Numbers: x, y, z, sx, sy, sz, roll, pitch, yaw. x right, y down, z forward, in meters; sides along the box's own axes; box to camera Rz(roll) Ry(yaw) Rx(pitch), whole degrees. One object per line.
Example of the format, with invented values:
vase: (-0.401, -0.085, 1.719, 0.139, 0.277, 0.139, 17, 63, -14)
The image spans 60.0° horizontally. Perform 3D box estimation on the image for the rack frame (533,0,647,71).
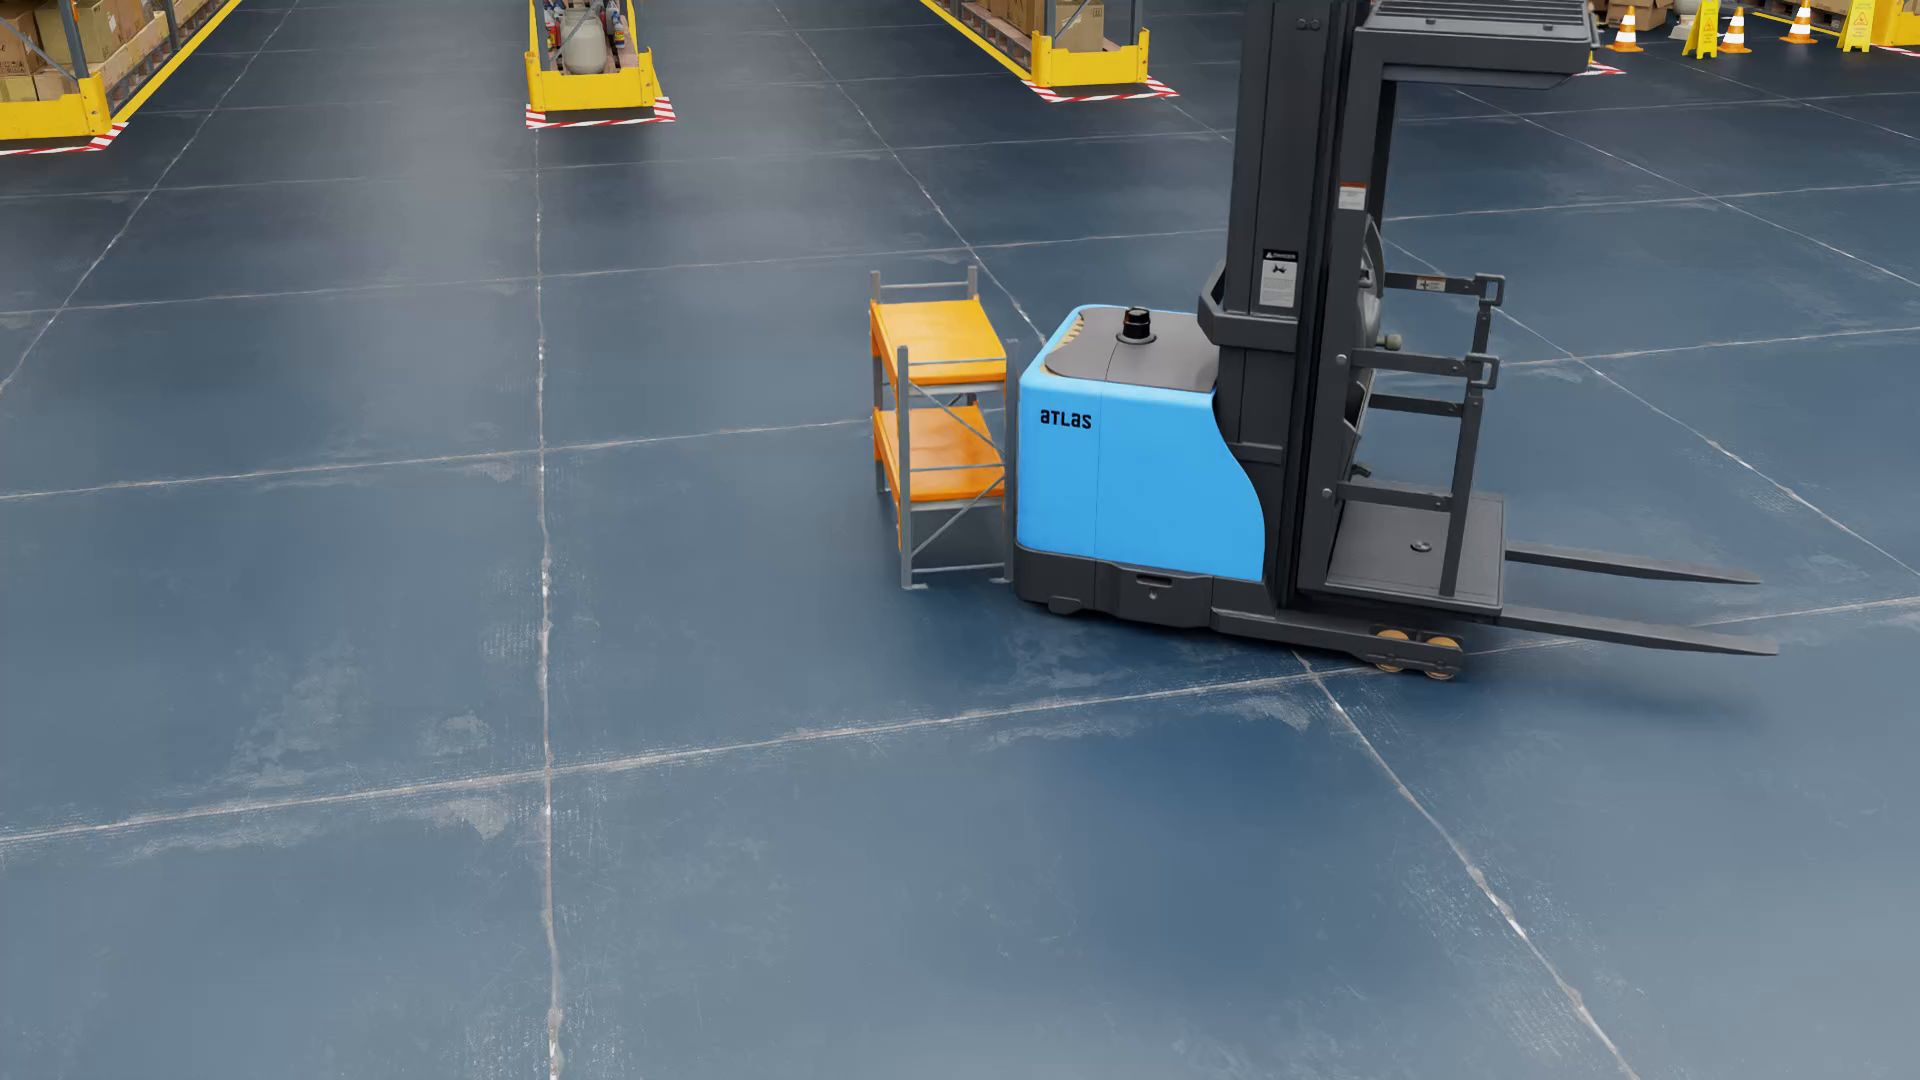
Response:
rack frame: (-3.482, -5.516, 15.350, 1.000, 3.000, 0.127, -6, 27, -12)

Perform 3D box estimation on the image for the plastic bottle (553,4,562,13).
plastic bottle: (-4.456, -5.803, 18.457, 0.097, 0.271, 0.097, 0, 27, 0)

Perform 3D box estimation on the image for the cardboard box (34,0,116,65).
cardboard box: (-8.328, -4.787, 15.658, 0.500, 0.500, 0.500, -6, 27, -12)

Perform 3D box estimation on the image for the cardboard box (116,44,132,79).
cardboard box: (-8.442, -4.671, 16.261, 0.500, 0.250, 0.500, -6, 27, -12)

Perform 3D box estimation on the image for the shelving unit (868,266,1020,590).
shelving unit: (-0.089, -0.535, 7.561, 0.538, 1.125, 1.048, -4, 27, -8)

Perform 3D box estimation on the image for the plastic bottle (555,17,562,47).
plastic bottle: (-4.250, -5.386, 17.618, 0.061, 0.283, 0.133, -6, 27, -12)

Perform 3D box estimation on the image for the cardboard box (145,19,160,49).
cardboard box: (-8.790, -5.329, 17.564, 0.500, 0.250, 0.500, -6, 27, -12)

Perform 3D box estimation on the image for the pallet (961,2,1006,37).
pallet: (0.627, -6.239, 19.876, 1.003, 0.211, 1.213, -6, 27, -12)

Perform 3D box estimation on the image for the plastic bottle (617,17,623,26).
plastic bottle: (-3.621, -5.429, 17.703, 0.061, 0.283, 0.133, -5, 27, -11)

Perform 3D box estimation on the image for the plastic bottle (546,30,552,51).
plastic bottle: (-4.323, -5.225, 17.390, 0.097, 0.201, 0.097, 0, 27, 0)

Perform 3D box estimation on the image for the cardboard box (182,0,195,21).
cardboard box: (-9.174, -6.157, 19.206, 0.500, 0.250, 0.500, -5, 27, -10)

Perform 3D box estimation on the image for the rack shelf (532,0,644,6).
rack shelf: (-3.933, -6.073, 17.251, 1.077, 0.370, 4.000, -6, 27, -12)

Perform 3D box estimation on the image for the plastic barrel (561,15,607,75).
plastic barrel: (-3.705, -4.874, 16.373, 0.421, 0.512, 0.421, 0, 27, 0)

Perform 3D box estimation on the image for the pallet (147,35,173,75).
pallet: (-9.072, -5.172, 17.763, 1.003, 0.211, 1.213, -6, 27, -12)

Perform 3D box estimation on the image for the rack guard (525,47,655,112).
rack guard: (-3.545, -4.429, 15.969, 1.175, 0.500, 0.348, -6, 27, -12)

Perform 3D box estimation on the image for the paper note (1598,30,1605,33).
paper note: (7.508, -5.995, 19.595, 0.144, 0.017, 0.142, 3, 27, 6)

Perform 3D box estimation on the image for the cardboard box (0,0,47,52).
cardboard box: (-8.960, -4.952, 15.986, 0.500, 0.500, 0.500, -6, 27, -12)

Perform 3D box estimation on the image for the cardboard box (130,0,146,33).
cardboard box: (-8.675, -5.444, 16.961, 0.500, 0.500, 0.500, -6, 27, -12)

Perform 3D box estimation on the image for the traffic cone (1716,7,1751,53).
traffic cone: (8.640, -5.689, 18.507, 0.336, 0.463, 0.334, -6, 27, -12)

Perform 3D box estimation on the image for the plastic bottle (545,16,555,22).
plastic bottle: (-4.385, -5.433, 17.719, 0.152, 0.276, 0.135, -7, 28, -13)

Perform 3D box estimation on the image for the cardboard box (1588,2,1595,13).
cardboard box: (7.479, -6.446, 20.227, 0.396, 0.266, 0.258, -1, 27, -3)

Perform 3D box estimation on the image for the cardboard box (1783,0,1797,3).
cardboard box: (10.322, -6.770, 20.420, 0.500, 0.250, 0.500, -7, 28, -13)

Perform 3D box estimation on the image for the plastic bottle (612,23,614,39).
plastic bottle: (-3.710, -5.529, 17.992, 0.097, 0.201, 0.097, 0, 27, 0)

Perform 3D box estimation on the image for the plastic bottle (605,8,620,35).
plastic bottle: (-3.809, -5.701, 18.251, 0.152, 0.276, 0.135, -5, 27, -11)

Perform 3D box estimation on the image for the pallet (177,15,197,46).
pallet: (-9.415, -5.845, 19.097, 1.003, 0.211, 1.213, -6, 27, -12)

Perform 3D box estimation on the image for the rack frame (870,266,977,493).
rack frame: (-0.168, -0.761, 8.009, 0.500, 1.125, 0.032, -4, 27, -8)

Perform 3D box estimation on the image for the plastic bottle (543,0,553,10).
plastic bottle: (-4.564, -5.807, 18.377, 0.144, 0.351, 0.185, -7, 28, -14)

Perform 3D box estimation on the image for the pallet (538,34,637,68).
pallet: (-3.995, -5.191, 17.801, 1.003, 0.211, 1.213, -6, 27, -12)

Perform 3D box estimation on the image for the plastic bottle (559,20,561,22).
plastic bottle: (-4.318, -5.503, 17.941, 0.097, 0.201, 0.097, 0, 27, 0)

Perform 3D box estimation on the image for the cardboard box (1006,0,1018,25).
cardboard box: (0.846, -6.152, 18.917, 0.500, 0.500, 0.500, -8, 28, -16)

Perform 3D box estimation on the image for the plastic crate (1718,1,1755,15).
plastic crate: (9.652, -6.705, 20.946, 0.402, 0.080, 0.583, -16, 31, -29)

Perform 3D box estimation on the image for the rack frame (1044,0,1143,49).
rack frame: (1.343, -6.019, 16.346, 1.000, 3.000, 0.127, -6, 27, -12)

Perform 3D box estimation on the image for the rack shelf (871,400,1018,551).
rack shelf: (-0.089, -0.316, 7.671, 0.538, 0.278, 1.000, -4, 27, -8)

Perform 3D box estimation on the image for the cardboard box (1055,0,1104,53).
cardboard box: (1.219, -5.366, 17.361, 0.500, 0.500, 0.500, -1, 27, -2)

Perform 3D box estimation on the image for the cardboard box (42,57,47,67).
cardboard box: (-8.842, -4.398, 15.721, 0.500, 0.250, 0.500, -6, 27, -12)

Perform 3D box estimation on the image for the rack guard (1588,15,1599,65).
rack guard: (6.204, -5.352, 17.798, 1.175, 0.500, 0.348, -6, 27, -12)

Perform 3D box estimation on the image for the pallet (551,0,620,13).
pallet: (-4.599, -6.368, 20.132, 1.003, 0.211, 1.213, -6, 27, -12)

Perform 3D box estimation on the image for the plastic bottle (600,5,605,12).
plastic bottle: (-3.936, -5.755, 18.349, 0.061, 0.283, 0.133, -6, 27, -12)

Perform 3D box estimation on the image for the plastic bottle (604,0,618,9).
plastic bottle: (-3.915, -5.948, 18.657, 0.144, 0.351, 0.185, -7, 28, -14)

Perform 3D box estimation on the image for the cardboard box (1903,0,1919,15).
cardboard box: (11.086, -6.367, 19.622, 0.500, 0.250, 0.500, -6, 27, -12)

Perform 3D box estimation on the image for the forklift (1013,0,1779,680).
forklift: (1.804, -1.020, 6.517, 3.031, 2.935, 1.130, 8, 28, 16)

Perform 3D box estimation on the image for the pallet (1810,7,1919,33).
pallet: (10.832, -6.174, 19.748, 1.003, 0.211, 1.213, -6, 27, -12)

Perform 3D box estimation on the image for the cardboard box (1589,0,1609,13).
cardboard box: (7.917, -6.895, 20.702, 0.797, 0.637, 0.503, -6, 27, -12)
